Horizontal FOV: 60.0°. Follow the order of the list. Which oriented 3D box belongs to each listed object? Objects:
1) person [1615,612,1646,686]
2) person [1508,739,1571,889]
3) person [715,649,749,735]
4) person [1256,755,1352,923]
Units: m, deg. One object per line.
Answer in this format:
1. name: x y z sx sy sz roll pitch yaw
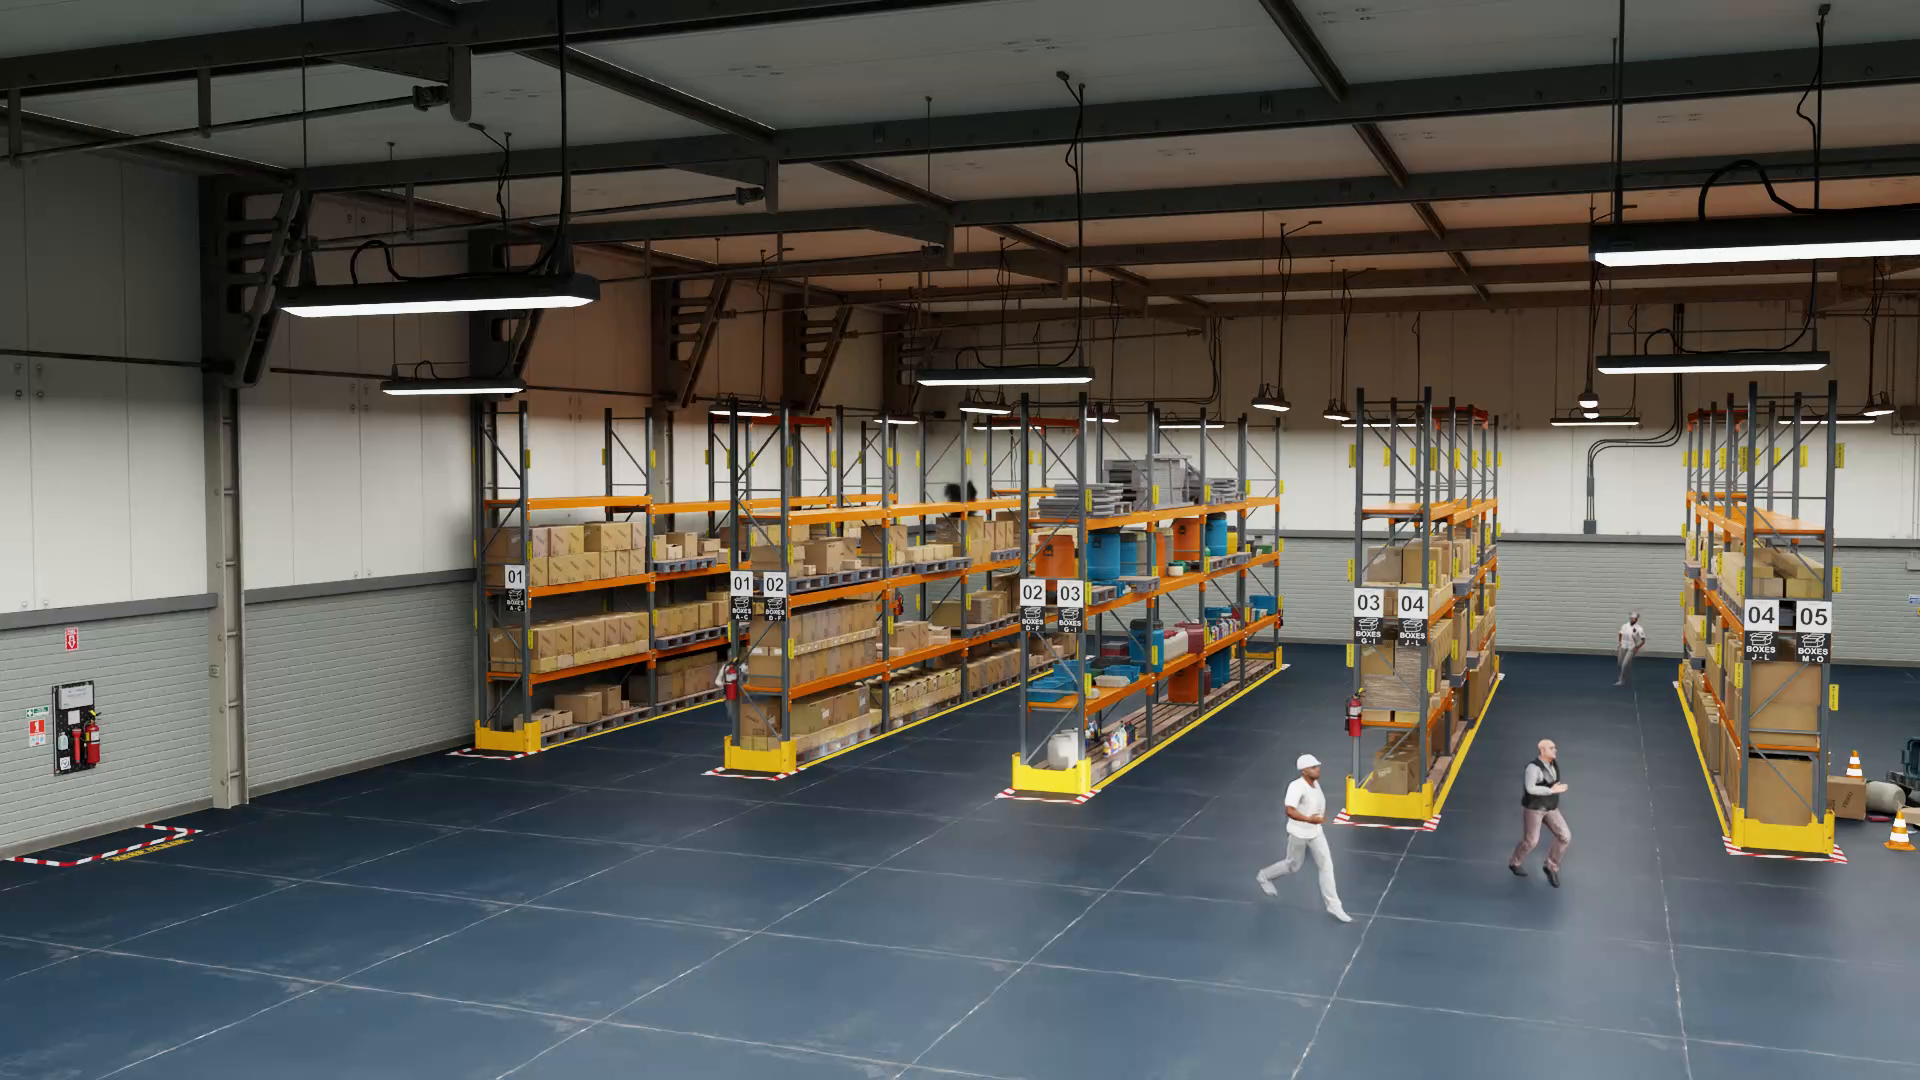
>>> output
1. person: 14.833 2.398 36.773 0.654 1.640 0.567 2 4 40
2. person: 6.817 3.196 19.559 0.679 1.745 0.833 -2 3 -34
3. person: -3.942 2.731 28.912 0.613 1.713 0.903 1 3 11
4. person: 3.752 3.237 18.255 0.662 1.779 1.135 -3 4 -43
